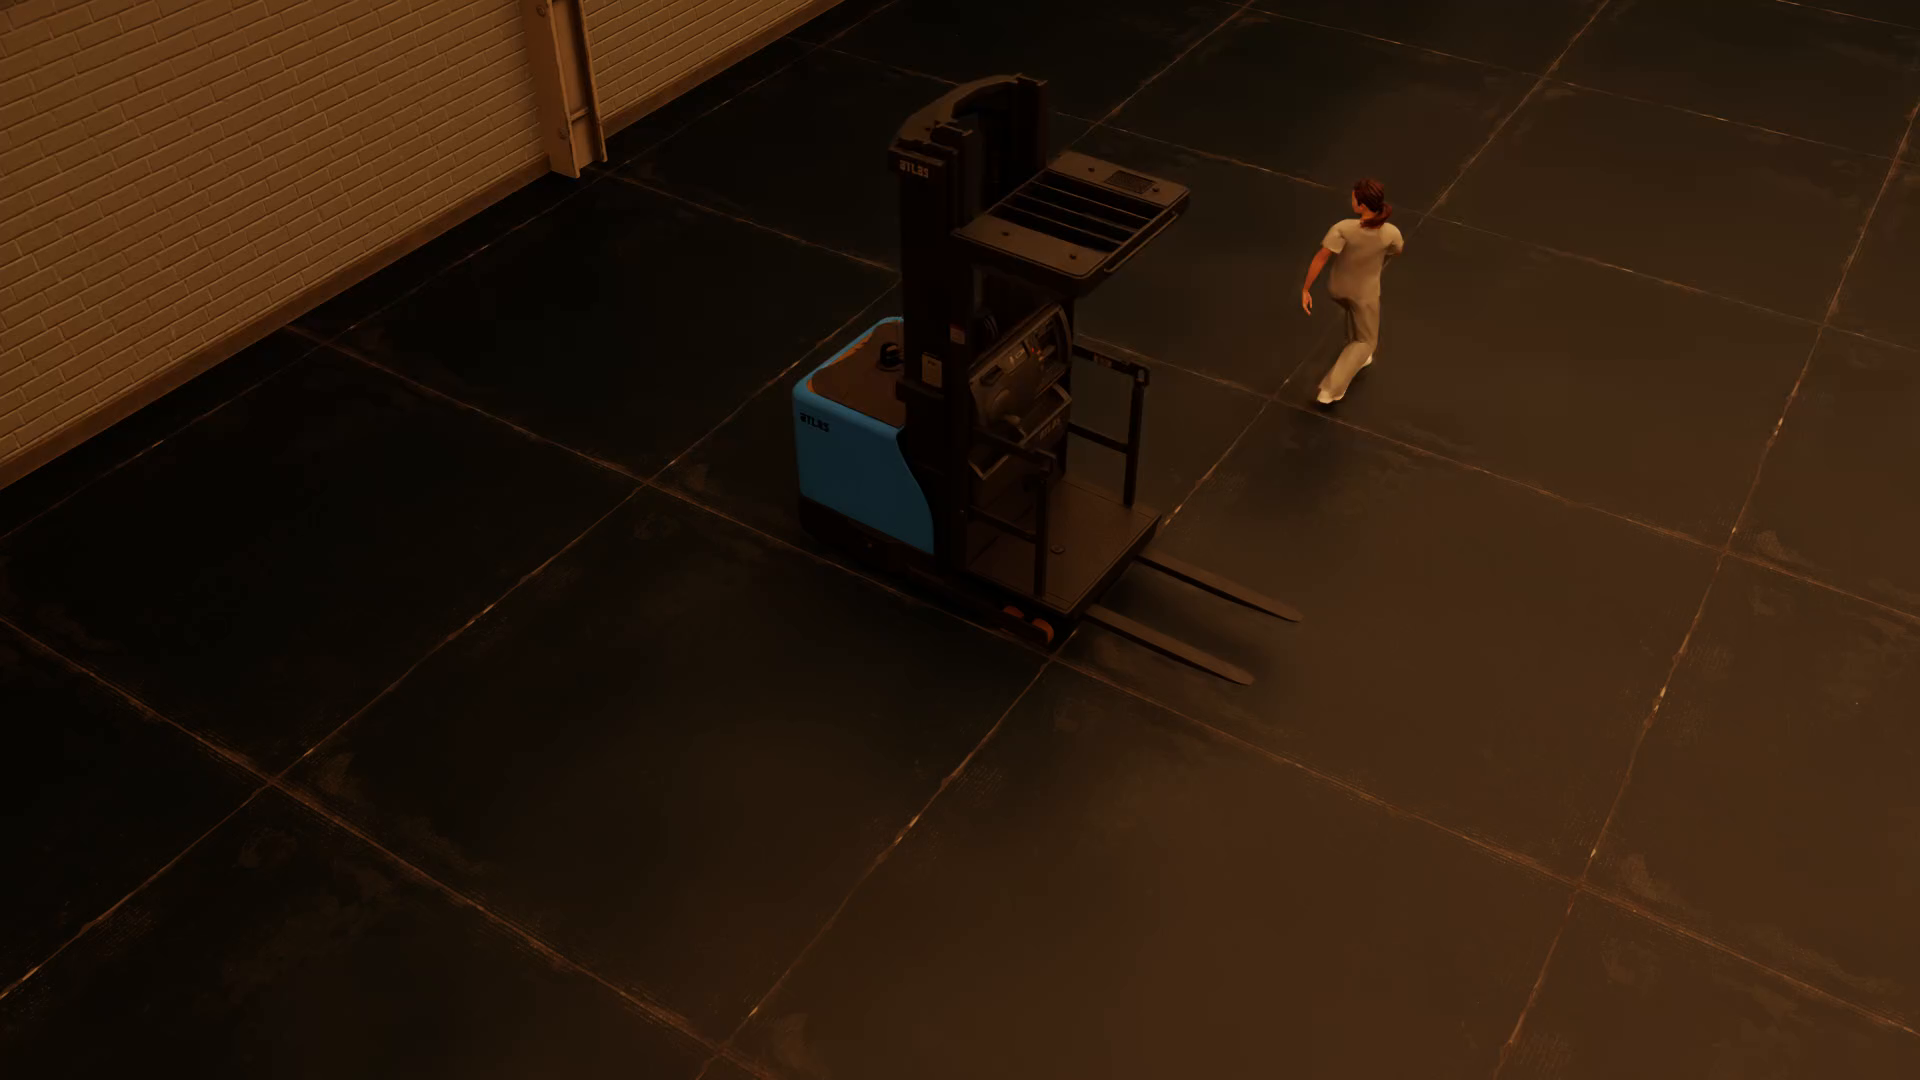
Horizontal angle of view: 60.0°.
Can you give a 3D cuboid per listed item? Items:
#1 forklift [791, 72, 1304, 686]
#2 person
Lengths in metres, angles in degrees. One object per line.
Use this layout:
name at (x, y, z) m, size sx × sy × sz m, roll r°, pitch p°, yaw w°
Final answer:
forklift at (0.507, -0.897, 9.025) m, size 3.031 × 2.935 × 1.130 m, roll 24°, pitch 46°, yaw 26°
person at (2.617, -1.685, 11.020) m, size 0.471 × 1.595 × 0.852 m, roll 22°, pitch 45°, yaw 24°
